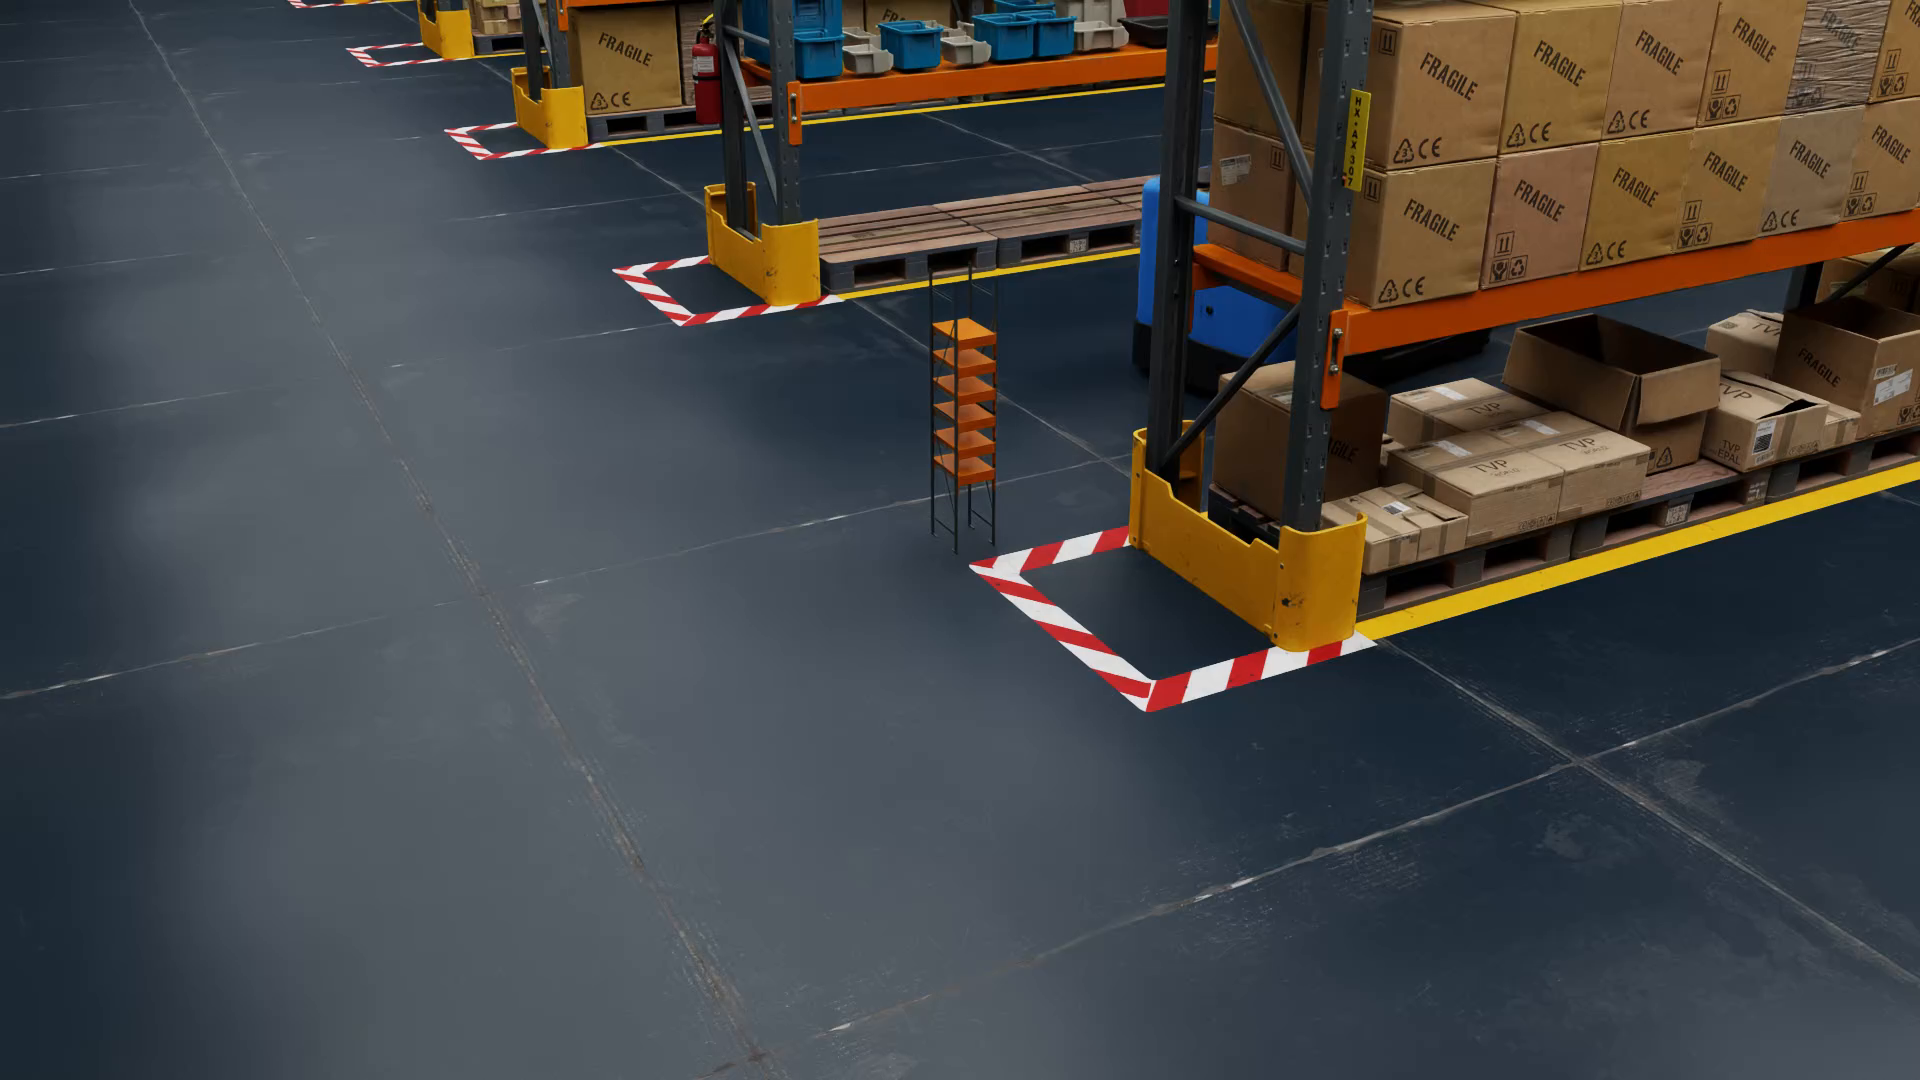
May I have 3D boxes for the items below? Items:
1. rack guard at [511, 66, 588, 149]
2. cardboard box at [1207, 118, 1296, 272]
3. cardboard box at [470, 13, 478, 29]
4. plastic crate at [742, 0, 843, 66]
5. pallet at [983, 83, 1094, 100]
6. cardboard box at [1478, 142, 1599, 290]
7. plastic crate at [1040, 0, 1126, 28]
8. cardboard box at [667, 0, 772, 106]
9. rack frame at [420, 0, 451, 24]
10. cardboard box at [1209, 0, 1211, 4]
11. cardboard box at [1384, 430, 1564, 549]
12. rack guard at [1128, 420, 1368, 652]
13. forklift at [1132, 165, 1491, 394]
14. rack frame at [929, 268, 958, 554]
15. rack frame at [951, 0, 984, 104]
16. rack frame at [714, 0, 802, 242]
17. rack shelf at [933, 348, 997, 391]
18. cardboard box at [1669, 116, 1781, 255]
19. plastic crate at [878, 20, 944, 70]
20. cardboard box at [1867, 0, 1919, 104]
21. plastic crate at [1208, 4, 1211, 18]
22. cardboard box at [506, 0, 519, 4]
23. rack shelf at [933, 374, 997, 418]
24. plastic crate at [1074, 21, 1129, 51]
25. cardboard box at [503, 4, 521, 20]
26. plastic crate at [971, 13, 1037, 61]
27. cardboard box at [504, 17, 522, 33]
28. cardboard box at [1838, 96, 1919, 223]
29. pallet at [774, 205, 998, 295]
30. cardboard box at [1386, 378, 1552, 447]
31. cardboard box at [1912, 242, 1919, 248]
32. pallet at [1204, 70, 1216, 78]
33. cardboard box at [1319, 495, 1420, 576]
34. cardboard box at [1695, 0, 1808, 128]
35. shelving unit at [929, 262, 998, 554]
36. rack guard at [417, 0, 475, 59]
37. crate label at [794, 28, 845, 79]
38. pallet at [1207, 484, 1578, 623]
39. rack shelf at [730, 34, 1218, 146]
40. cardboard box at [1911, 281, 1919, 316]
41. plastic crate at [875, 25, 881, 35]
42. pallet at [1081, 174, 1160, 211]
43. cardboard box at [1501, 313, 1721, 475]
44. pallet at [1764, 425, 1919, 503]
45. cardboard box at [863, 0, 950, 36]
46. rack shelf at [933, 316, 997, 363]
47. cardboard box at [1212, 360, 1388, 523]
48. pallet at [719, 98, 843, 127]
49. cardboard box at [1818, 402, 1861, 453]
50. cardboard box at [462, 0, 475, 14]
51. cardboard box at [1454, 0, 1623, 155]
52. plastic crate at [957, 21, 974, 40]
[{"bbox_3d":[-3.610,-3.807,14.603,0.348,0.500,1.175,-13,29,-25],"label":"rack guard"},{"bbox_3d":[1.336,-1.395,6.575,0.500,0.500,0.500,-12,28,-24],"label":"cardboard box"},{"bbox_3d":[-5.467,-5.945,18.975,0.250,0.149,0.380,-12,28,-24],"label":"cardboard box"},{"bbox_3d":[-1.051,-3.230,10.402,0.499,0.435,0.616,-13,29,-25],"label":"plastic crate"},{"bbox_3d":[0.586,-4.683,16.759,1.213,0.211,1.003,-13,29,-25],"label":"pallet"},{"bbox_3d":[2.038,-1.297,6.370,0.500,0.500,0.500,-13,29,-26],"label":"cardboard box"},{"bbox_3d":[0.837,-3.595,11.340,0.530,0.282,0.437,-13,29,-25],"label":"plastic crate"},{"bbox_3d":[-2.259,-4.517,15.162,0.875,0.875,0.875,-13,29,-25],"label":"cardboard box"},{"bbox_3d":[-5.834,-6.854,18.060,0.127,3.000,1.000,-13,29,-25],"label":"rack frame"},{"bbox_3d":[2.061,-5.489,17.186,0.875,0.875,1.225,-13,29,-25],"label":"cardboard box"},{"bbox_3d":[2.124,-0.218,6.907,0.500,0.250,0.500,-13,29,-25],"label":"cardboard box"},{"bbox_3d":[1.136,-0.044,6.764,0.348,0.500,1.175,-13,29,-25],"label":"rack guard"},{"bbox_3d":[2.394,-2.496,9.062,3.031,2.935,1.130,-20,32,-36],"label":"forklift"},{"bbox_3d":[-0.068,-0.525,6.958,0.006,1.200,0.240,-13,29,-25],"label":"rack frame"},{"bbox_3d":[-0.060,-5.754,15.769,0.127,3.000,1.000,-13,29,-25],"label":"rack frame"},{"bbox_3d":[-1.258,-3.048,10.132,0.127,3.000,1.000,-13,29,-25],"label":"rack frame"},{"bbox_3d":[0.013,-0.720,6.912,0.180,0.103,0.258,-13,29,-25],"label":"rack shelf"},{"bbox_3d":[2.924,-1.499,6.792,0.500,0.500,0.500,-13,28,-24],"label":"cardboard box"},{"bbox_3d":[-0.305,-3.058,10.277,0.300,0.233,0.416,-13,29,-25],"label":"plastic crate"},{"bbox_3d":[3.824,-2.158,7.009,0.500,0.500,0.500,-14,29,-26],"label":"cardboard box"},{"bbox_3d":[1.793,-3.730,11.789,0.243,0.136,0.396,-13,29,-25],"label":"plastic crate"},{"bbox_3d":[-5.025,-6.105,18.622,0.250,0.149,0.380,-12,28,-24],"label":"cardboard box"},{"bbox_3d":[0.013,-0.612,6.964,0.180,0.103,0.258,-13,29,-25],"label":"rack shelf"},{"bbox_3d":[0.876,-3.301,10.895,0.466,0.136,0.293,-13,29,-25],"label":"plastic crate"},{"bbox_3d":[-4.982,-5.935,18.611,0.250,0.149,0.380,-13,29,-25],"label":"cardboard box"},{"bbox_3d":[0.276,-3.192,10.557,0.300,0.233,0.416,-13,29,-25],"label":"plastic crate"},{"bbox_3d":[-5.028,-5.827,18.730,0.250,0.149,0.380,-13,29,-25],"label":"cardboard box"},{"bbox_3d":[3.824,-1.710,7.229,0.500,0.500,0.500,-12,28,-24],"label":"cardboard box"},{"bbox_3d":[-0.512,-1.944,11.054,1.213,0.211,1.003,-13,29,-25],"label":"pallet"},{"bbox_3d":[2.285,-0.501,7.496,0.500,0.250,0.500,-13,29,-25],"label":"cardboard box"},{"bbox_3d":[5.339,-1.349,8.973,0.500,0.500,0.500,-13,29,-25],"label":"cardboard box"},{"bbox_3d":[2.739,-5.180,17.794,1.213,0.211,1.003,-13,29,-25],"label":"pallet"},{"bbox_3d":[1.600,-0.022,6.616,0.250,0.149,0.380,-13,29,-25],"label":"cardboard box"},{"bbox_3d":[2.934,-1.954,6.583,0.500,0.500,0.500,-13,29,-26],"label":"cardboard box"},{"bbox_3d":[0.013,-0.544,6.996,0.189,1.200,0.258,-13,29,-25],"label":"shelving unit"},{"bbox_3d":[-5.767,-5.743,18.633,0.348,0.500,1.175,-13,29,-25],"label":"rack guard"},{"bbox_3d":[-0.886,-2.924,9.998,0.303,0.233,0.416,-13,29,-25],"label":"crate label"},{"bbox_3d":[1.839,-0.076,7.165,1.213,0.211,1.003,-13,29,-25],"label":"pallet"},{"bbox_3d":[0.506,-3.131,11.136,4.000,0.370,1.077,-13,29,-25],"label":"rack shelf"},{"bbox_3d":[5.140,-1.047,8.344,0.500,0.500,0.500,-14,29,-27],"label":"cardboard box"},{"bbox_3d":[-0.361,-3.245,10.777,0.243,0.136,0.396,-13,29,-25],"label":"plastic crate"},{"bbox_3d":[1.641,-2.441,12.089,1.213,0.211,1.003,-13,29,-25],"label":"pallet"},{"bbox_3d":[2.943,-0.658,7.531,0.637,0.503,0.797,-13,29,-25],"label":"cardboard box"},{"bbox_3d":[3.992,-0.573,8.200,1.213,0.211,1.003,-13,29,-25],"label":"pallet"},{"bbox_3d":[-0.680,-4.881,15.921,0.875,0.875,0.875,-13,29,-25],"label":"cardboard box"},{"bbox_3d":[0.013,-0.828,6.860,0.180,0.103,0.258,-13,29,-25],"label":"rack shelf"},{"bbox_3d":[1.433,-0.431,7.063,0.500,0.500,0.500,-13,29,-25],"label":"cardboard box"},{"bbox_3d":[-1.845,-4.122,15.591,1.213,0.211,1.003,-13,29,-25],"label":"pallet"},{"bbox_3d":[3.927,-0.559,7.735,0.250,0.149,0.380,-13,29,-25],"label":"cardboard box"},{"bbox_3d":[-5.502,-6.109,18.973,0.250,0.149,0.380,-14,29,-26],"label":"cardboard box"},{"bbox_3d":[2.043,-1.750,6.158,0.500,0.500,0.500,-13,28,-25],"label":"cardboard box"},{"bbox_3d":[0.125,-3.378,11.055,0.250,0.136,0.298,-13,29,-25],"label":"plastic crate"}]
